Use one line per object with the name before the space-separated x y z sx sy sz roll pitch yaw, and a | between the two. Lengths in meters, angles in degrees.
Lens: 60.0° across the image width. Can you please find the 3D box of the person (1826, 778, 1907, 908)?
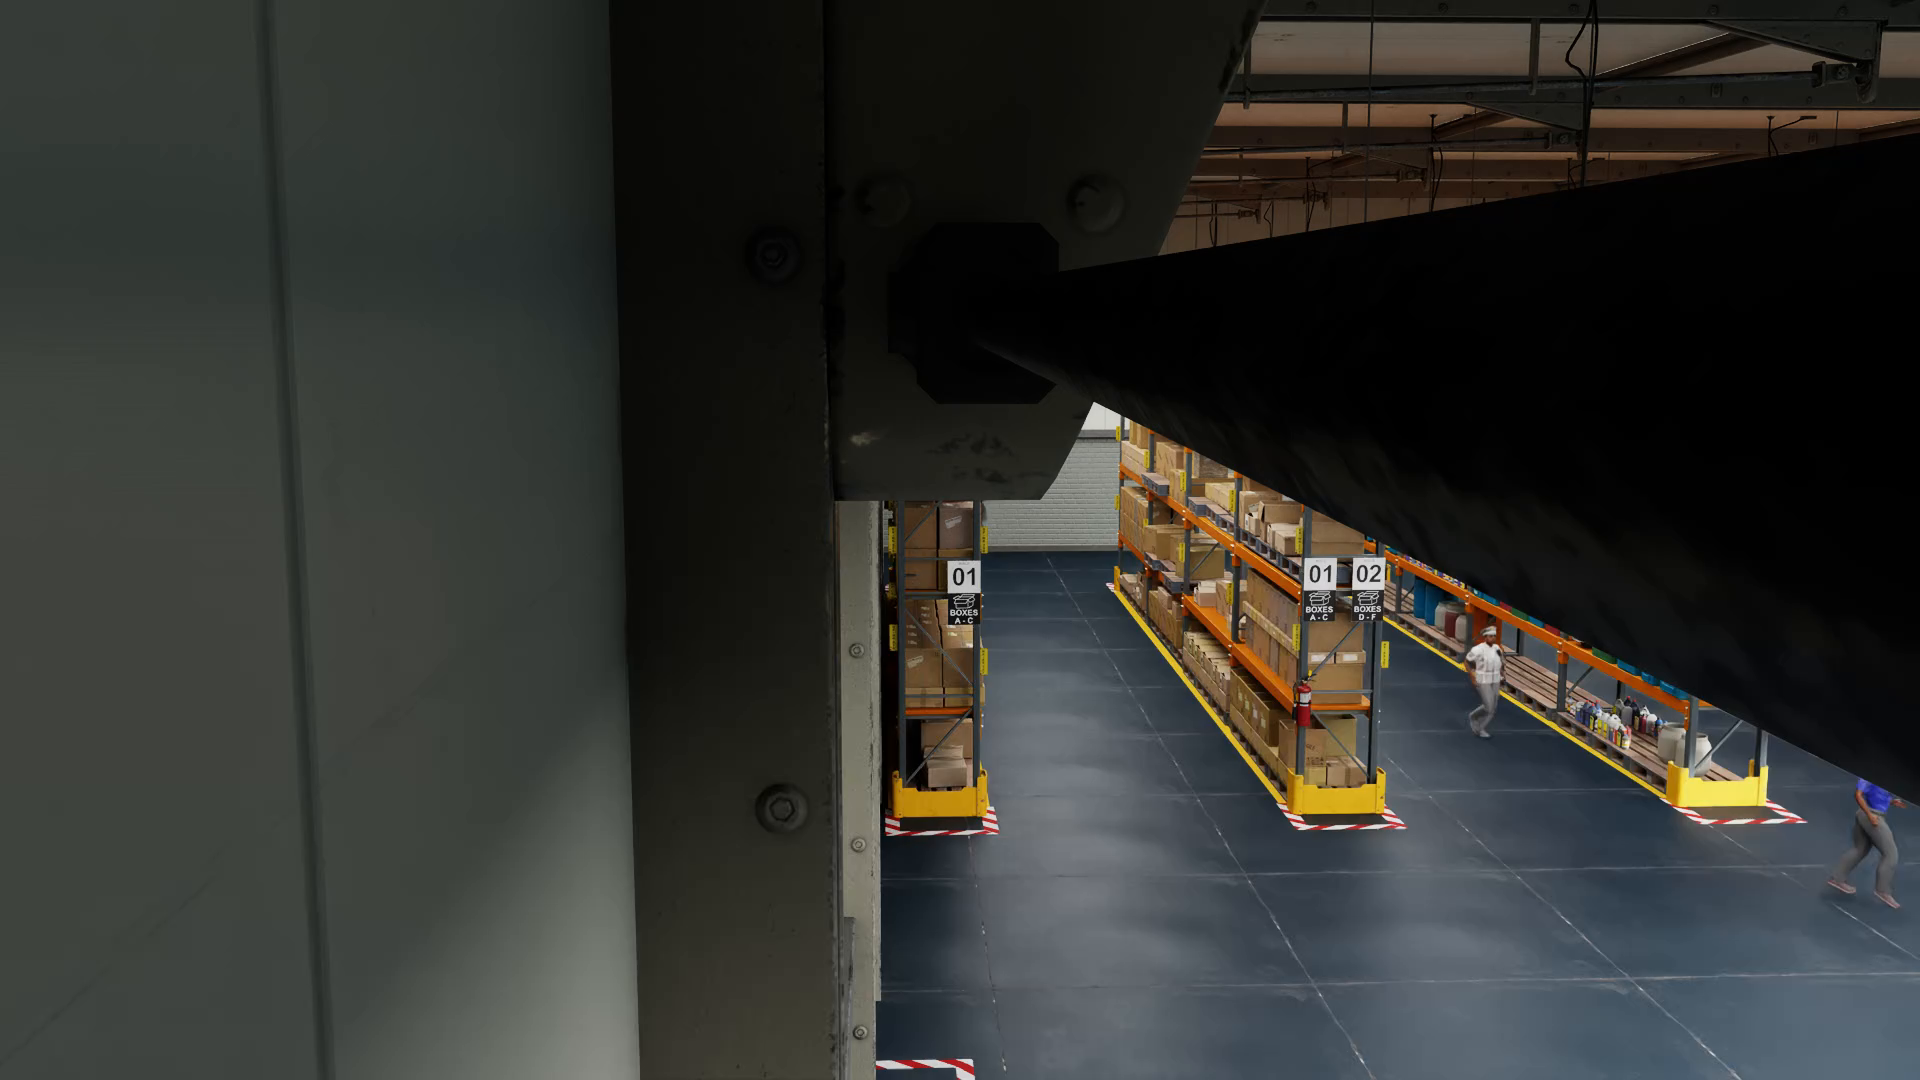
person | 9.582 3.010 17.534 0.691 1.720 0.583 3 9 19

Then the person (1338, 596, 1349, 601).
person | 6.801 1.213 30.115 0.500 1.579 0.730 -3 9 -17

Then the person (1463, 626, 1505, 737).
person | 7.645 2.059 24.016 0.560 1.652 0.559 -3 9 -18
